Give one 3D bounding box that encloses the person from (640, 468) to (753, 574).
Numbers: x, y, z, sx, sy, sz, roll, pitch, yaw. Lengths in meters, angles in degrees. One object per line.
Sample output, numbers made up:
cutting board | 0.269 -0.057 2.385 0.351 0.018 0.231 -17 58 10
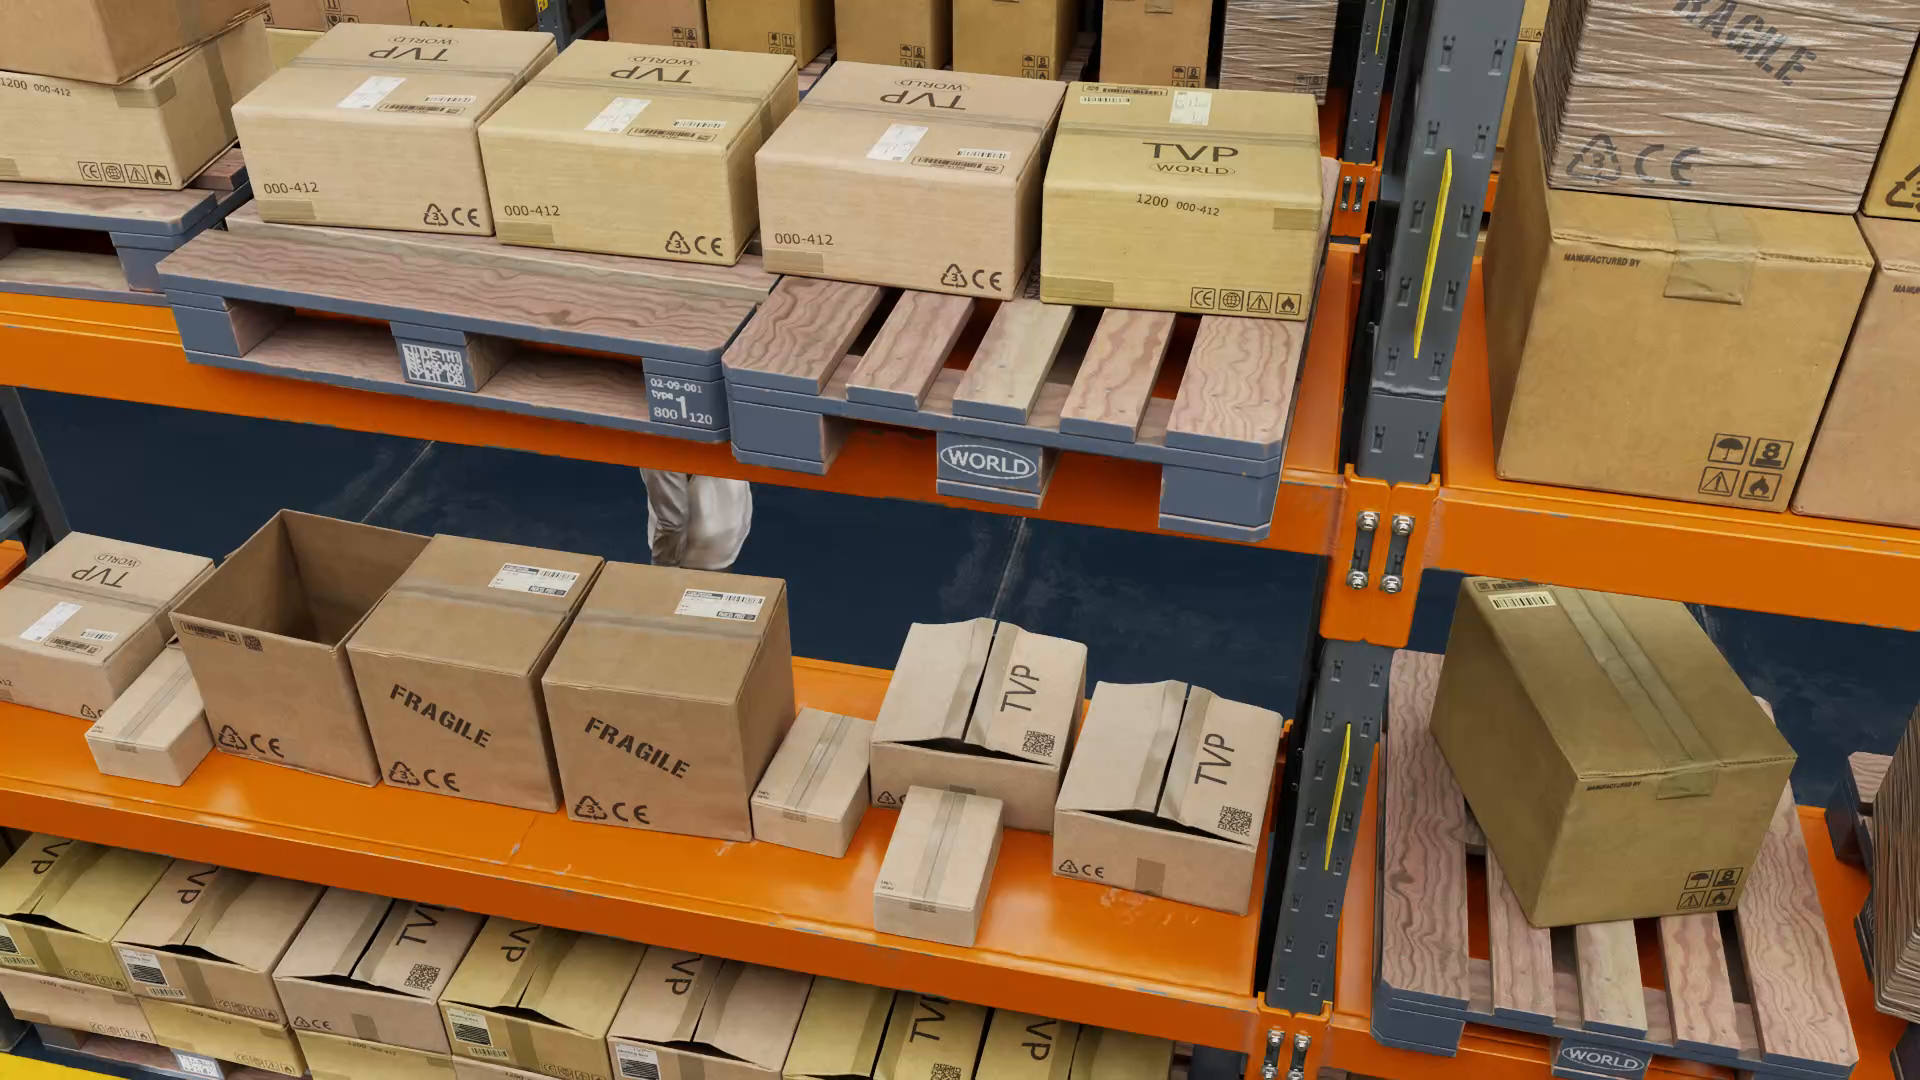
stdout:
person | -1.003 -0.023 6.157 0.465 1.771 0.581 7 37 10
